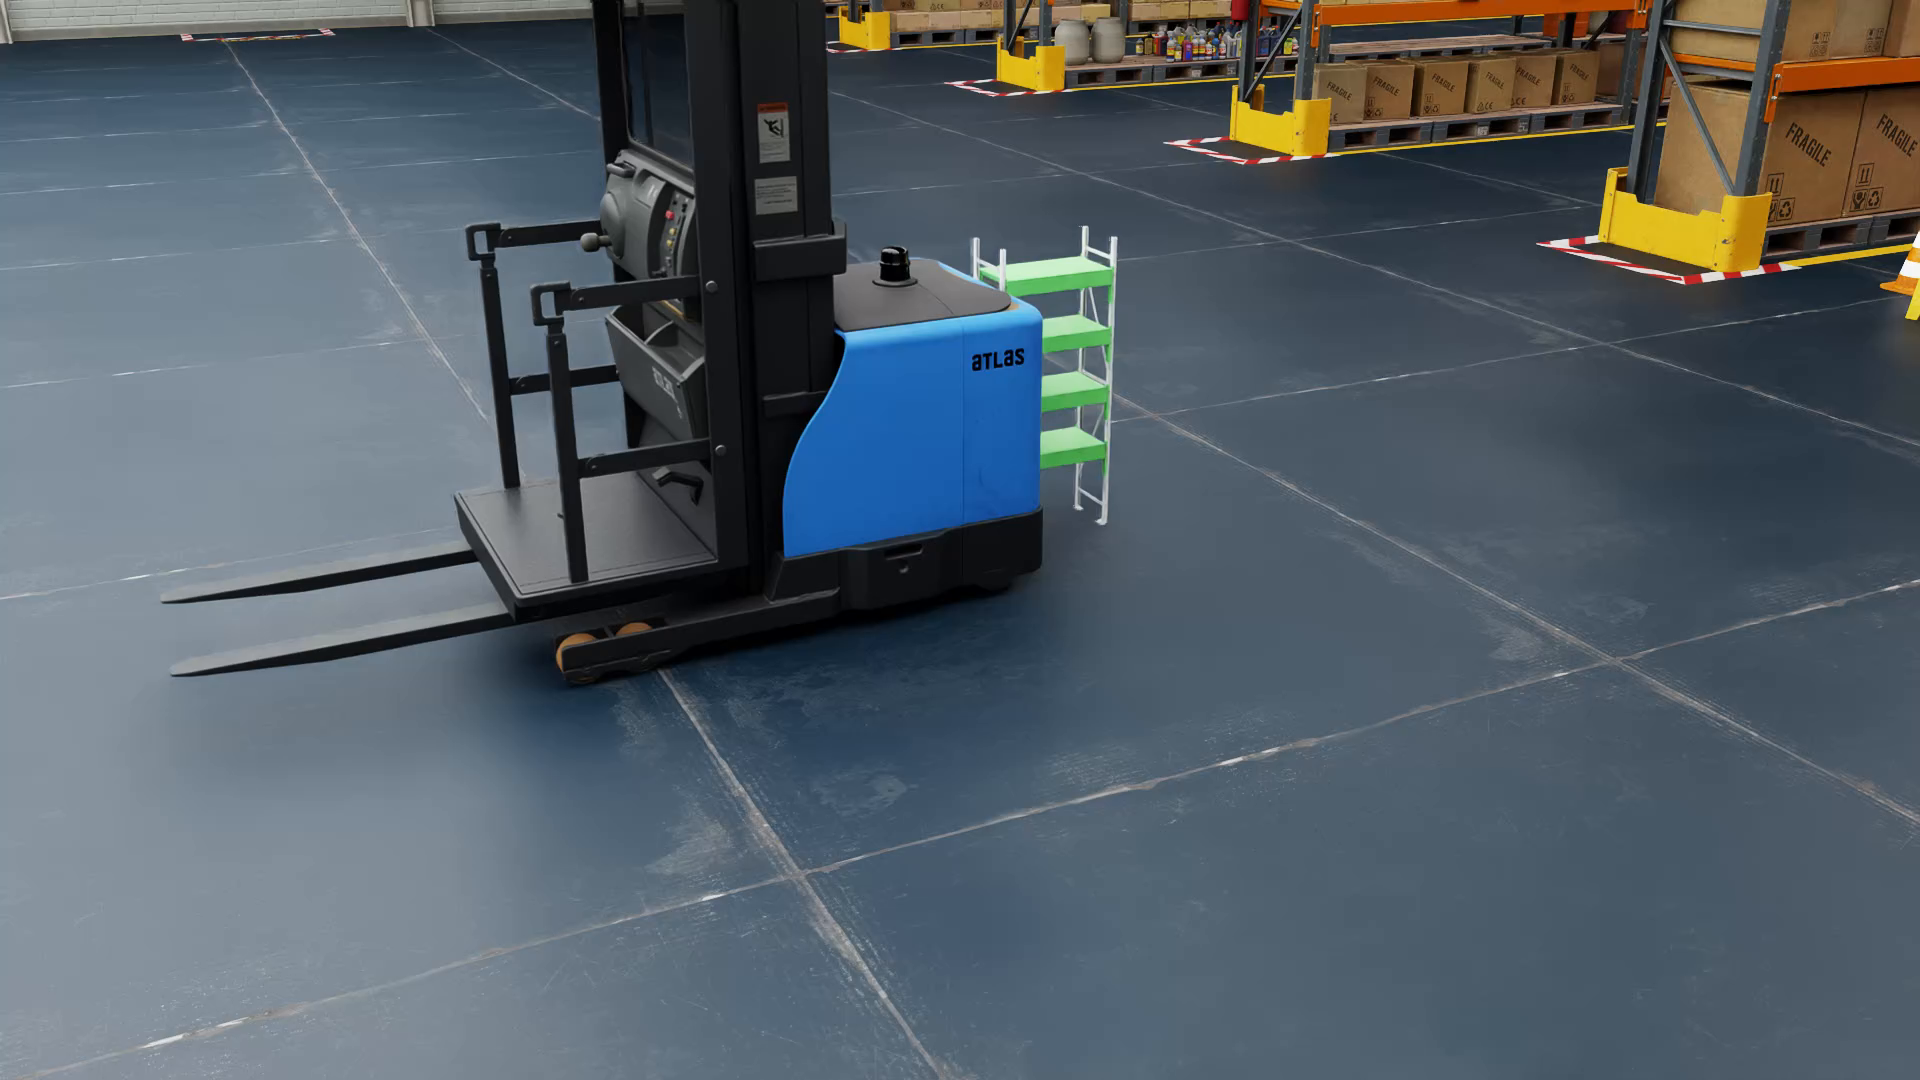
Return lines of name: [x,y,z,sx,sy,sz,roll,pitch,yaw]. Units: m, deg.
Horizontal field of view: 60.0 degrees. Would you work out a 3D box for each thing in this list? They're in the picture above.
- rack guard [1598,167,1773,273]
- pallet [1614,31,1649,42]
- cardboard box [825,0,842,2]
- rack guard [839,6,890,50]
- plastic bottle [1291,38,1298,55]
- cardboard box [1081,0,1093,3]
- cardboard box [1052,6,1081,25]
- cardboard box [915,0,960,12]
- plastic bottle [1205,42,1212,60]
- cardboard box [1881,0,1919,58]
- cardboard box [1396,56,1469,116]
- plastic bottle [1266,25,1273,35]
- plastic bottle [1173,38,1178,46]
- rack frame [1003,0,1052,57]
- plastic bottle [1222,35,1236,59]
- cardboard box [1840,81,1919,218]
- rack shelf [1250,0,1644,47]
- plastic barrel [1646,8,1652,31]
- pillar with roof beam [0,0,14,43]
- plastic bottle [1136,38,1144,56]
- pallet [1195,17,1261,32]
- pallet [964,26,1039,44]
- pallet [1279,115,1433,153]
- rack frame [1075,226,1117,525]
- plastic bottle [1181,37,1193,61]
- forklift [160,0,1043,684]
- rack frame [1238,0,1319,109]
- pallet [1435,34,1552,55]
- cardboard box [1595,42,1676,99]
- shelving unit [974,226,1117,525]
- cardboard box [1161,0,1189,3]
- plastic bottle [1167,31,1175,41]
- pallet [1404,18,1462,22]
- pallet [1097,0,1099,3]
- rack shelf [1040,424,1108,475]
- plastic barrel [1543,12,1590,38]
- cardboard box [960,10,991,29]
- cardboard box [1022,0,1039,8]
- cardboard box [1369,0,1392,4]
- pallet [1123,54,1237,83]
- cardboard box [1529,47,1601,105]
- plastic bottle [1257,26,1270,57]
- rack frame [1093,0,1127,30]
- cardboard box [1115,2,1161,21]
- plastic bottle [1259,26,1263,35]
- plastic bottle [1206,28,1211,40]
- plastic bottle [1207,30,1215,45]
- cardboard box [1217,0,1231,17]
rack guard: [4.977,-2.225,11.472,0.348,0.500,1.175,-10,25,-24]
pallet: [9.789,-7.202,23.872,1.213,0.211,1.003,-10,25,-24]
cardboard box: [-2.330,-9.371,28.406,0.500,0.311,0.500,-8,24,-19]
rack guard: [-1.376,-7.366,23.891,0.348,0.500,1.175,-10,25,-24]
plastic bottle: [4.203,-6.223,20.946,0.097,0.201,0.097,0,22,0]
cardboard box: [1.696,-8.489,25.402,0.500,0.500,0.500,-10,25,-24]
cardboard box: [1.472,-7.880,24.911,0.500,0.250,0.500,-10,25,-24]
cardboard box: [-0.325,-7.891,23.956,0.500,0.500,0.500,-10,25,-24]
plastic bottle: [3.047,-6.011,20.432,0.097,0.201,0.097,0,22,0]
cardboard box: [6.358,-3.679,11.519,0.550,0.550,0.875,-10,25,-24]
cardboard box: [4.604,-4.455,16.310,0.500,0.500,0.500,-8,24,-19]
plastic bottle: [3.877,-6.303,20.944,0.185,0.351,0.144,-10,25,-24]
plastic bottle: [2.690,-6.199,20.886,0.097,0.201,0.097,0,22,0]
rack frame: [0.790,-6.817,19.297,0.127,3.000,1.000,-10,25,-24]
plastic bottle: [3.327,-6.108,20.570,0.135,0.276,0.152,-10,24,-23]
cardboard box: [6.373,-2.878,12.010,0.875,0.875,0.875,-11,25,-24]
rack shelf: [4.740,-5.110,16.112,4.000,0.370,1.077,-10,25,-24]
plastic barrel: [9.920,-7.587,23.862,0.421,0.512,0.421,0,22,0]
pillar with roof beam: [-12.196,-9.943,19.005,0.400,9.000,9.100,-10,25,-24]
plastic bottle: [2.255,-6.183,20.849,0.097,0.201,0.097,0,22,0]
pallet: [3.997,-8.239,26.379,1.213,0.211,1.003,-10,25,-24]
pallet: [0.414,-7.579,24.782,1.213,0.211,1.003,-10,25,-24]
pallet: [3.754,-3.957,16.033,1.213,0.211,1.003,-10,25,-24]
rack frame: [0.550,-0.658,6.770,0.015,1.200,0.240,-11,25,-24]
plastic bottle: [2.771,-5.990,20.275,0.133,0.283,0.061,-10,25,-23]
forklift: [-1.240,-1.101,5.577,3.031,2.935,1.130,-11,25,-24]
rack frame: [2.938,-5.110,15.173,0.127,3.000,1.000,-10,25,-24]
pallet: [7.284,-6.741,22.758,1.213,0.211,1.003,-10,25,-24]
cardboard box: [7.105,-4.916,17.398,0.500,0.500,0.700,-13,26,-28]
shelving unit: [0.331,-0.616,6.670,0.503,1.200,0.258,-11,25,-24]
cardboard box: [3.183,-8.435,25.518,0.500,0.311,0.500,-11,25,-24]
plastic bottle: [2.619,-6.273,20.968,0.135,0.276,0.152,-11,25,-25]
pallet: [7.641,-8.875,27.914,1.213,0.211,1.003,-10,25,-24]
pallet: [1.899,-9.940,30.487,1.213,0.211,1.003,-10,25,-24]
rack shelf: [0.331,-0.335,6.786,0.480,0.148,0.258,-11,25,-24]
plastic barrel: [8.432,-7.422,23.048,0.708,0.830,0.600,-10,25,-24]
cardboard box: [0.125,-7.628,24.301,0.500,0.250,0.500,-10,25,-24]
cardboard box: [1.022,-8.143,24.565,0.500,0.500,0.500,-10,25,-24]
cardboard box: [3.764,-5.030,15.309,0.250,0.149,0.380,-10,25,-24]
pallet: [2.670,-5.891,20.706,1.213,0.211,1.003,-10,25,-24]
cardboard box: [6.165,-4.760,17.047,0.500,0.500,0.500,-11,25,-25]
plastic bottle: [3.766,-6.222,20.747,0.185,0.351,0.144,-12,25,-26]
rack frame: [2.250,-9.188,25.025,0.127,3.000,1.000,-10,25,-24]
cardboard box: [2.720,-8.093,25.426,0.500,0.250,0.500,-11,25,-25]
plastic bottle: [3.917,-6.521,21.575,0.097,0.271,0.097,0,22,0]
plastic bottle: [3.150,-6.394,21.250,0.133,0.283,0.061,-9,24,-21]
plastic bottle: [3.201,-6.364,21.194,0.097,0.271,0.097,0,22,0]
cardboard box: [4.106,-8.349,26.043,0.500,0.250,0.500,-10,24,-23]
